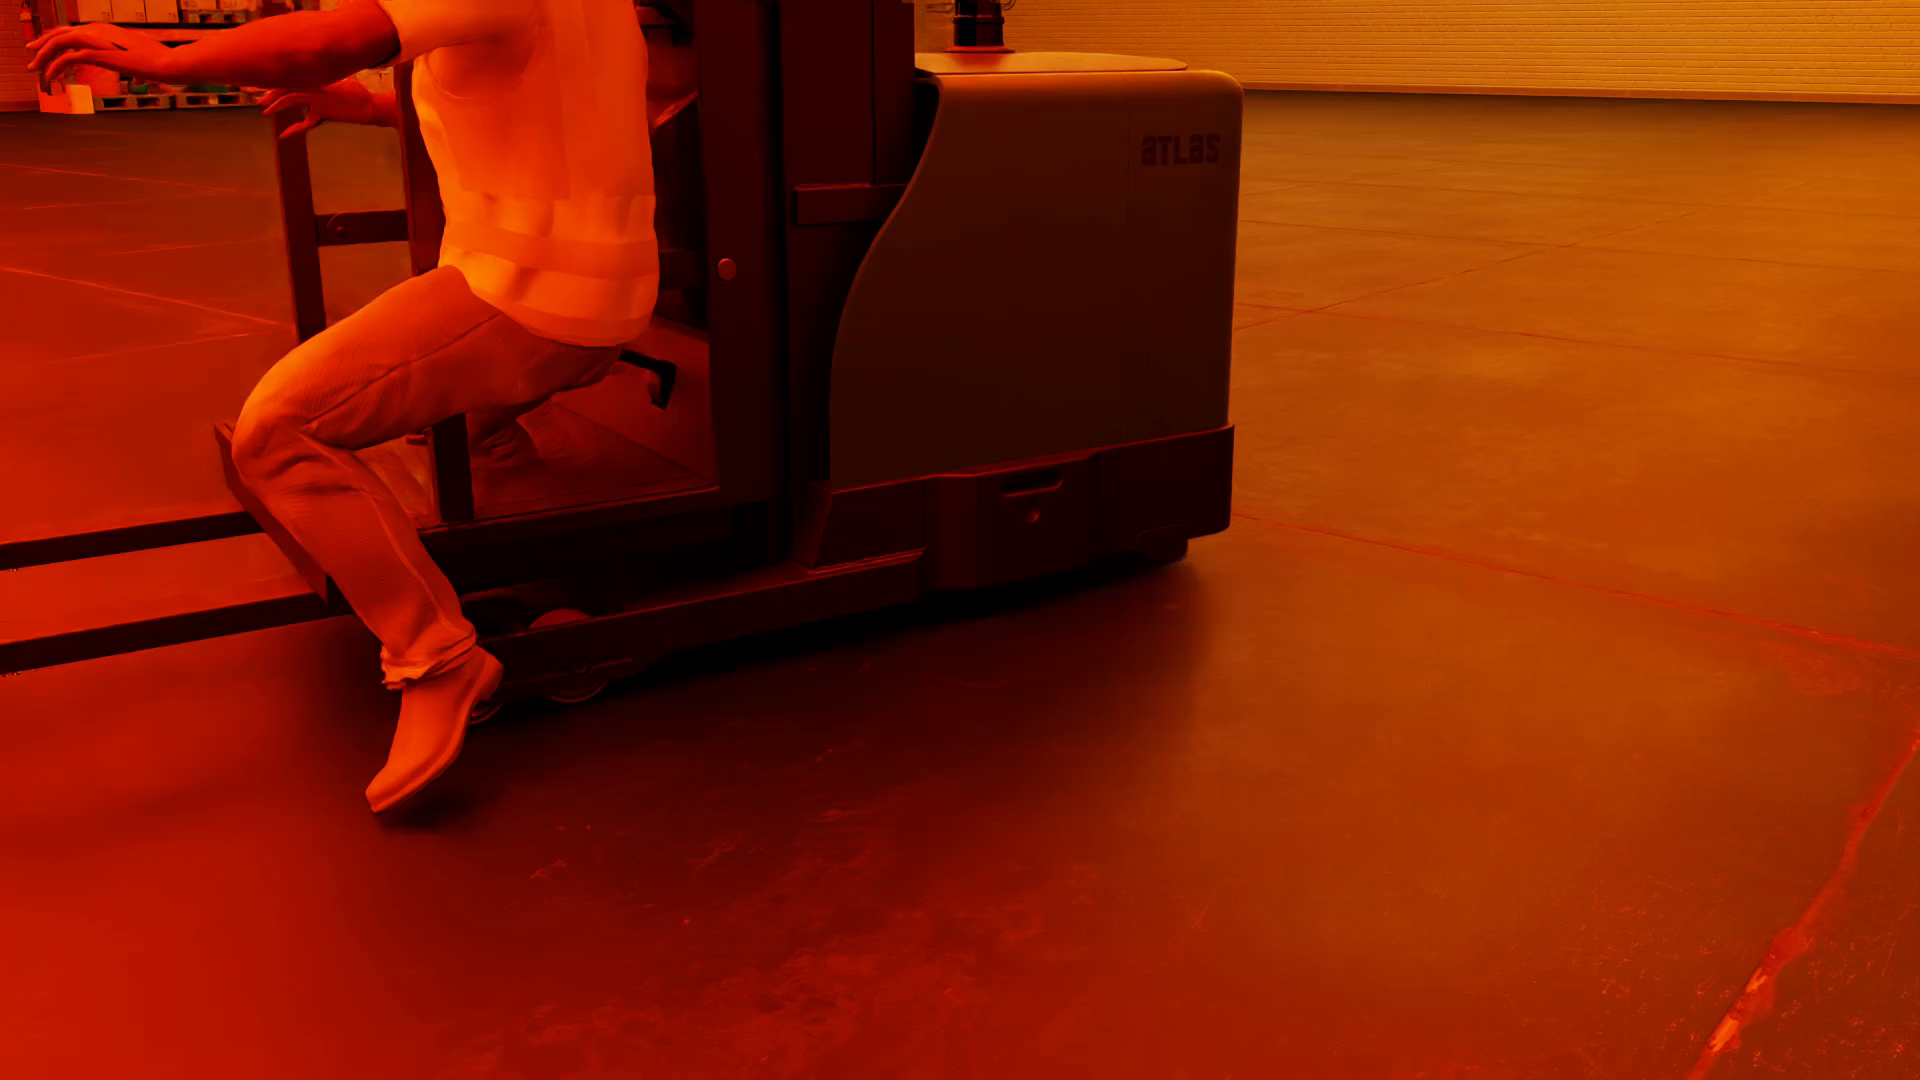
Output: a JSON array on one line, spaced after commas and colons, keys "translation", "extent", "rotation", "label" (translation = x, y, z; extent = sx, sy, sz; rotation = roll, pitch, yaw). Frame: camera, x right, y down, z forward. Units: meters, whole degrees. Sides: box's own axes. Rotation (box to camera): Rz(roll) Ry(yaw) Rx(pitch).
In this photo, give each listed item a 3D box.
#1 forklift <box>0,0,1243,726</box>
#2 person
[{"translation": [-0.898, -1.254, 3.028], "extent": [3.031, 2.935, 1.130], "rotation": [-11, 20, -31], "label": "forklift"}, {"translation": [-0.876, -0.468, 2.779], "extent": [0.737, 1.545, 1.076], "rotation": [3, 17, 9], "label": "person"}]
